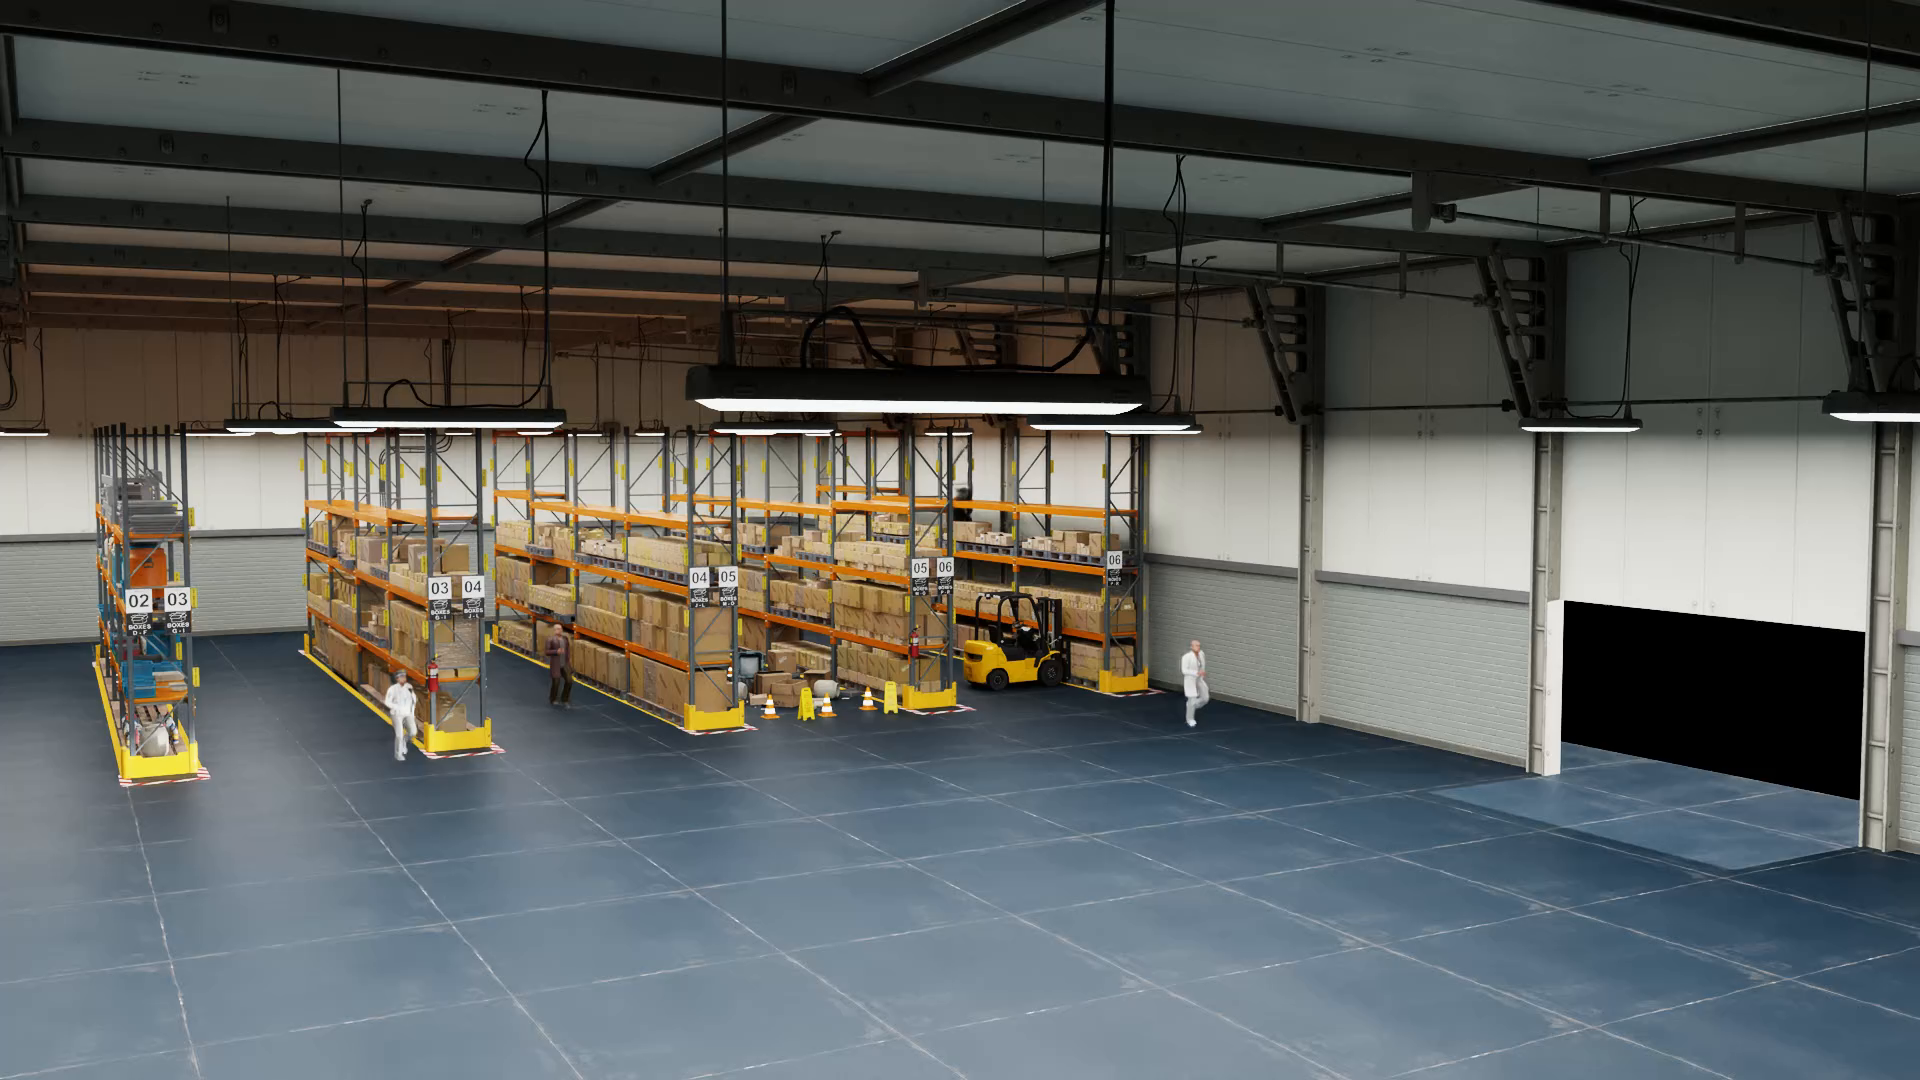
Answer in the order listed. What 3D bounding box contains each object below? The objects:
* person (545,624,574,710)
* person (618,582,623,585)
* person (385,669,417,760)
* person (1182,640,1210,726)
[{"bbox_3d":[-8.498,2.699,35.333,0.685,1.826,0.776,-3,4,-39],"label":"person"},{"bbox_3d":[-10.015,1.982,49.918,0.785,1.456,0.559,-1,4,-18],"label":"person"},{"bbox_3d":[-9.920,3.112,29.637,0.632,1.650,0.574,-3,5,-44],"label":"person"},{"bbox_3d":[4.708,2.852,33.060,0.761,1.728,0.724,-2,4,-33],"label":"person"}]
